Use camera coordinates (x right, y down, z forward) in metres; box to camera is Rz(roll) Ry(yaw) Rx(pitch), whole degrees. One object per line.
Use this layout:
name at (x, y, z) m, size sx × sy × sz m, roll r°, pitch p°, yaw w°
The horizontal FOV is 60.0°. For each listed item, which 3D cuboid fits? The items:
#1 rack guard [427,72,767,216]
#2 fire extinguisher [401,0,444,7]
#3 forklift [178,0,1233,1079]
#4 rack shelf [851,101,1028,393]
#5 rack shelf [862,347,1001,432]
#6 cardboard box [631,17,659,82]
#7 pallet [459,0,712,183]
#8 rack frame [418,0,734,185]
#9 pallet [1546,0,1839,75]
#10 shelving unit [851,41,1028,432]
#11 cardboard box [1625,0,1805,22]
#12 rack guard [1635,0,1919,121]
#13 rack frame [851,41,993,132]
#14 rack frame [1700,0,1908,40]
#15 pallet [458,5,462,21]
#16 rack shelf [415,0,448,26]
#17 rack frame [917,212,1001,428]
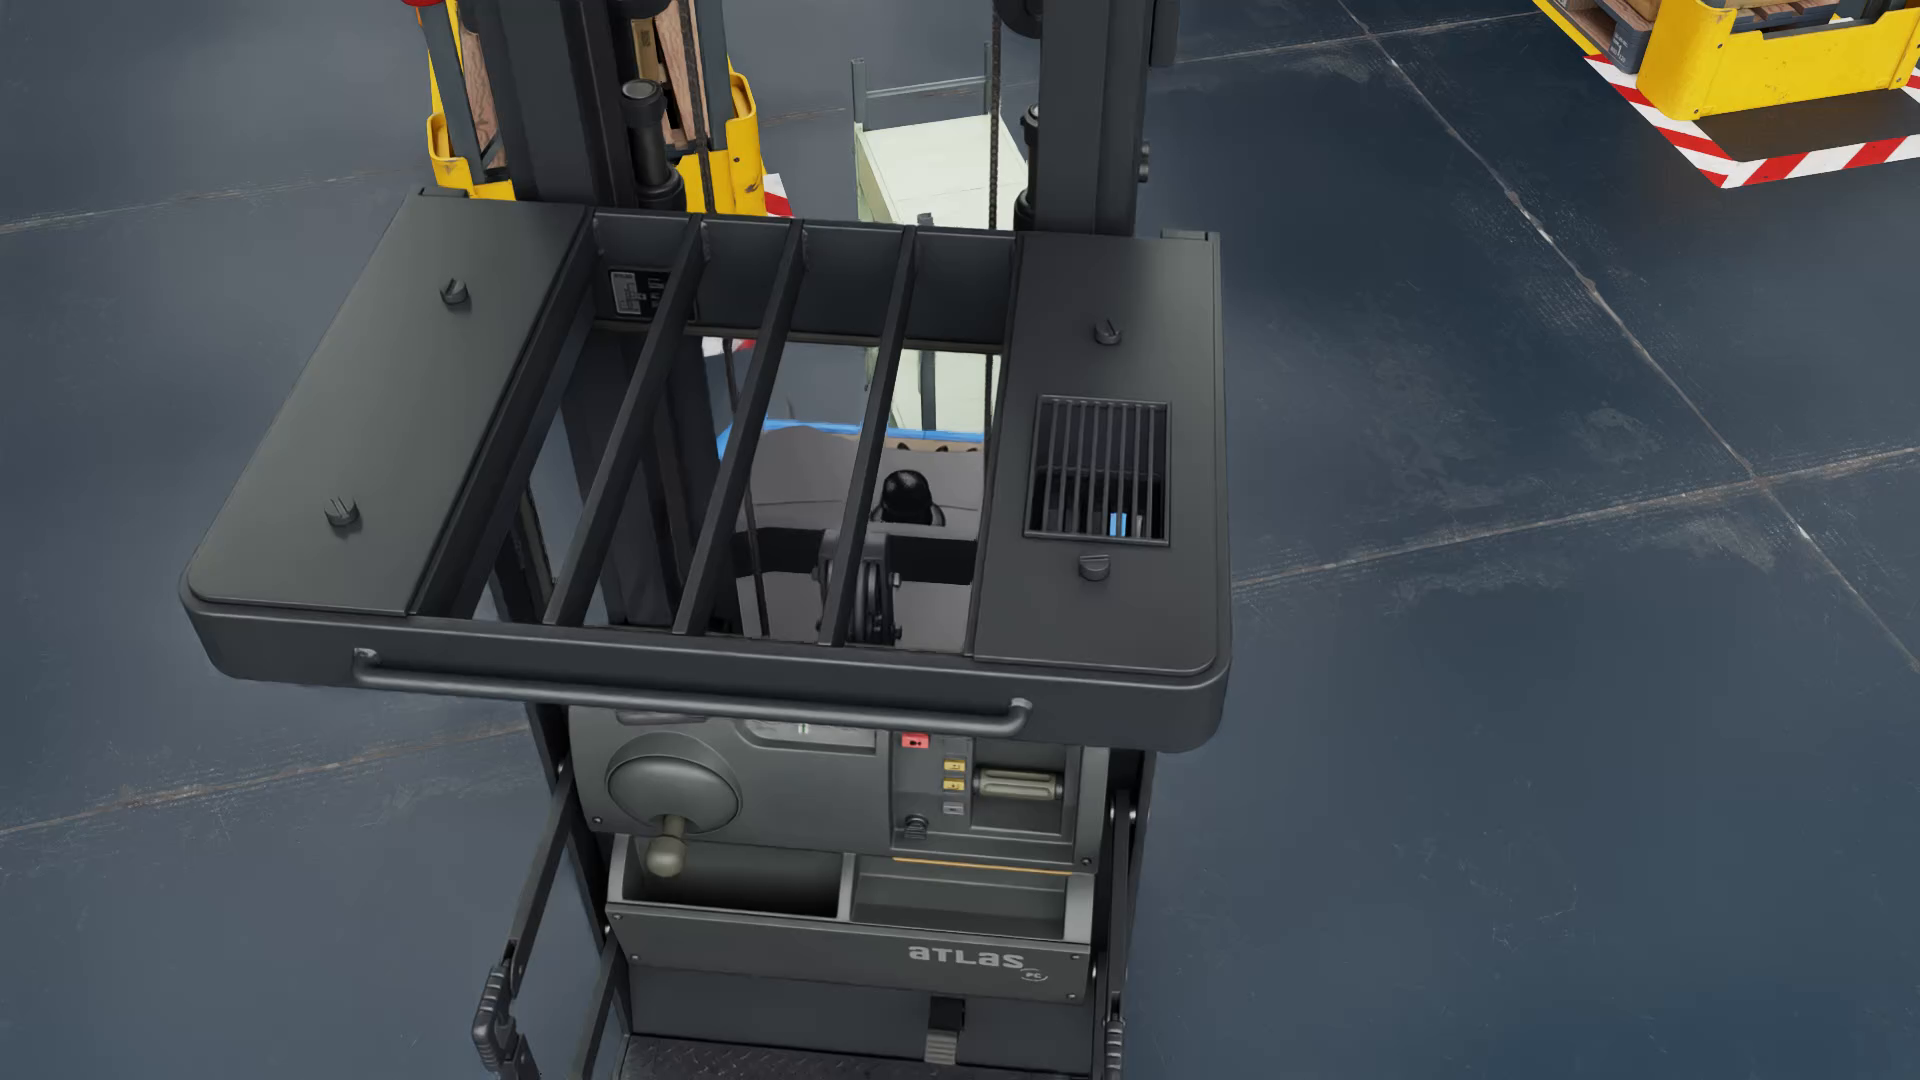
rack guard at (-1.343, -1.379, 6.251) m, size 1.175 × 0.500 × 0.348 m, roll -11°, pitch 47°, yaw -10°
fire extinguisher at (-1.739, -2.011, 5.174) m, size 0.296 × 0.674 × 0.183 m, roll -11°, pitch 47°, yaw -10°
forklift at (-0.229, 0.499, 2.709) m, size 1.130 × 2.935 × 3.031 m, roll 4°, pitch 46°, yaw 4°
rack shelf at (0.002, -0.793, 4.431) m, size 0.431 × 0.370 × 0.720 m, roll -11°, pitch 47°, yaw -10°
rack shelf at (0.002, -0.292, 4.943) m, size 0.431 × 0.370 × 0.720 m, roll -11°, pitch 47°, yaw -10°
cardboard box at (-1.467, -1.907, 6.475) m, size 0.500 × 0.500 × 0.500 m, roll -3°, pitch 46°, yaw -3°
pallet at (-1.516, -1.845, 6.910) m, size 1.003 × 0.211 × 1.213 m, roll -11°, pitch 47°, yaw -10°
rack frame at (-1.323, -2.201, 5.307) m, size 1.000 × 3.000 × 0.127 m, roll -11°, pitch 47°, yaw -10°
pallet at (3.217, -2.600, 7.650) m, size 1.003 × 0.211 × 1.213 m, roll -11°, pitch 47°, yaw -10°
shelving unit at (0.002, -0.520, 4.710) m, size 0.431 × 1.500 × 0.755 m, roll -11°, pitch 47°, yaw -10°
cardboard box at (3.260, -2.897, 7.183) m, size 0.875 × 0.875 × 0.875 m, roll -10°, pitch 47°, yaw -10°
rack guard at (3.504, -2.147, 7.004) m, size 1.175 × 0.500 × 0.348 m, roll -11°, pitch 47°, yaw -10°
rack frame at (-0.092, -0.773, 4.957) m, size 0.400 × 1.500 × 0.023 m, roll -11°, pitch 47°, yaw -10°
rack frame at (3.497, -3.038, 6.127) m, size 1.000 × 3.000 × 0.127 m, roll -11°, pitch 47°, yaw -10°
pallet at (-1.825, -2.685, 7.734) m, size 1.003 × 0.211 × 1.213 m, roll -11°, pitch 47°, yaw -10°
rack shelf at (-1.835, -3.330, 6.917) m, size 1.077 × 0.370 × 4.000 m, roll -11°, pitch 47°, yaw -10°
rack frame at (0.095, -0.268, 4.462) m, size 0.400 × 1.500 × 0.023 m, roll -11°, pitch 47°, yaw -10°
